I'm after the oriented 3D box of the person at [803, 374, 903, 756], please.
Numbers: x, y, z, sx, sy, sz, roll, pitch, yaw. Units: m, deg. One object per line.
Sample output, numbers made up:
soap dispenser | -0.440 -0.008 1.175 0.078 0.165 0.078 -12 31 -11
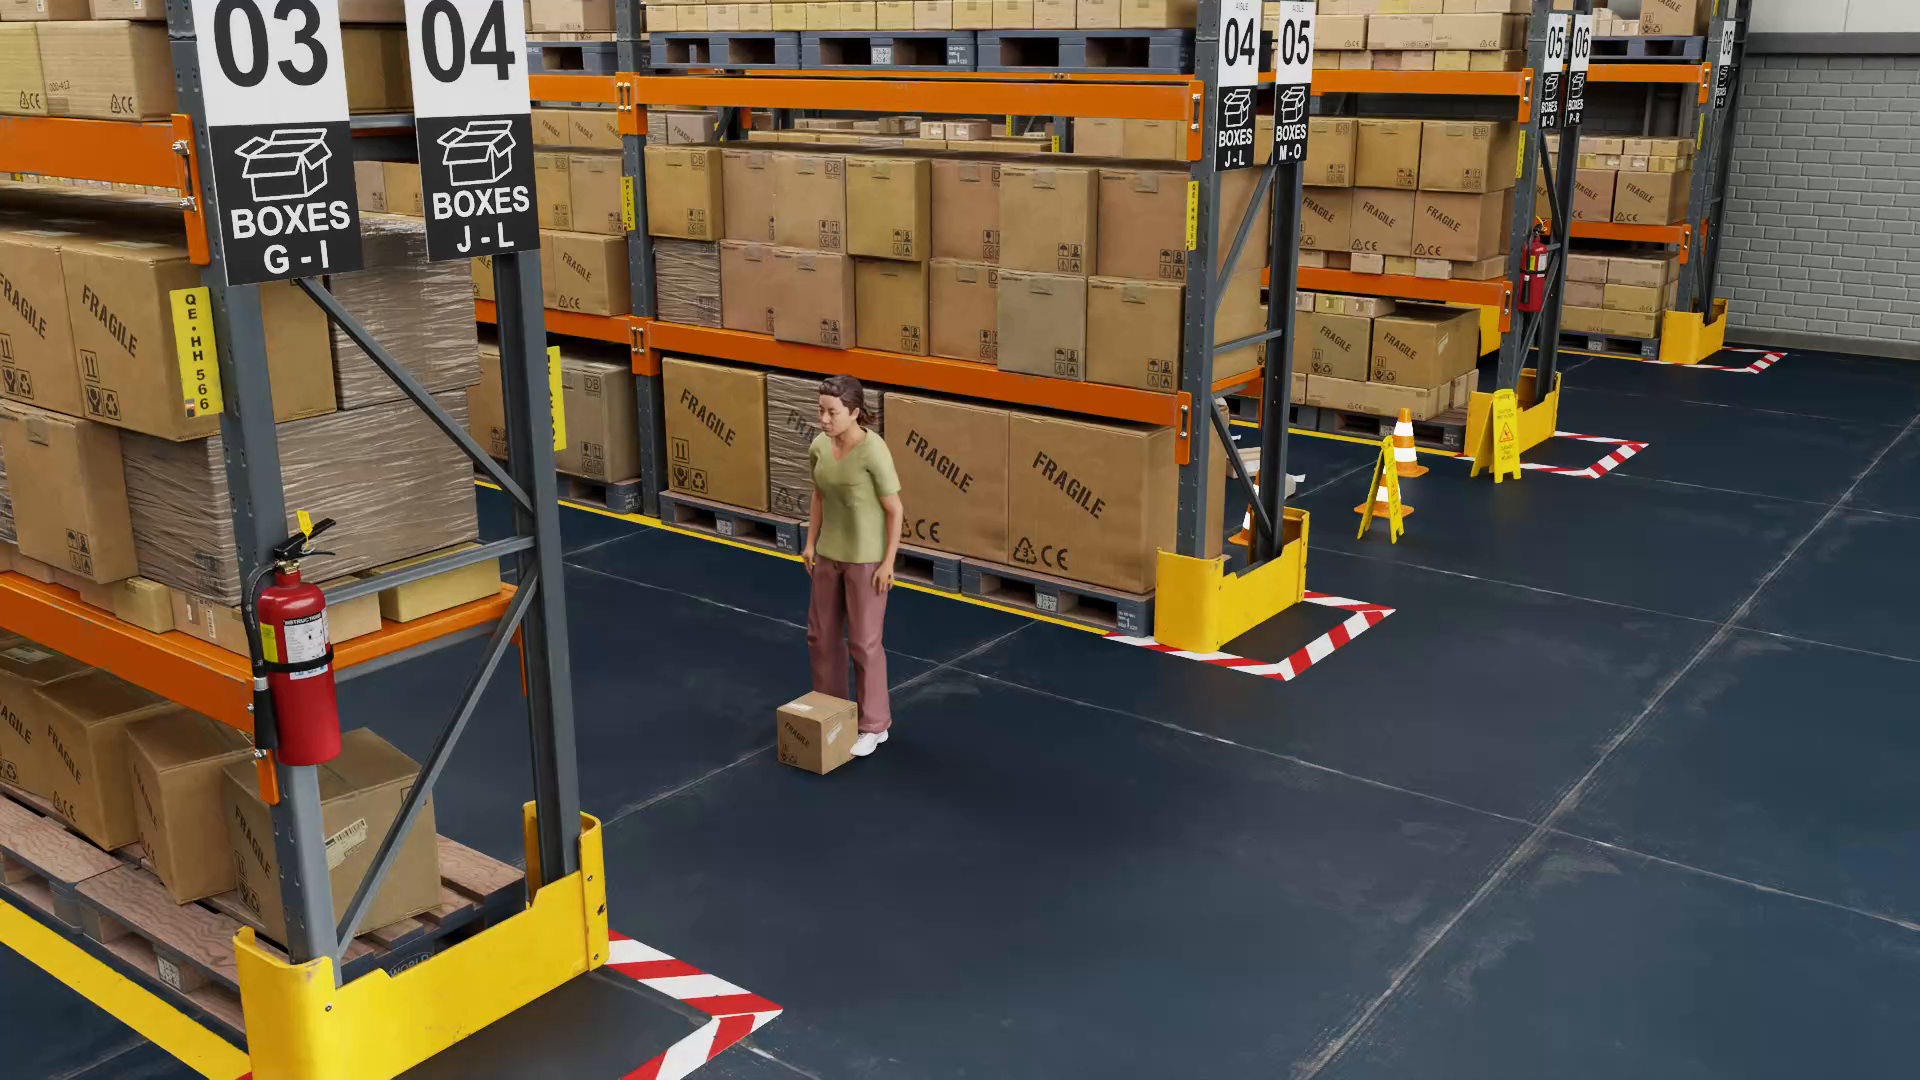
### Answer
person | -0.483 0.113 7.229 0.499 1.636 0.359 12 20 35
